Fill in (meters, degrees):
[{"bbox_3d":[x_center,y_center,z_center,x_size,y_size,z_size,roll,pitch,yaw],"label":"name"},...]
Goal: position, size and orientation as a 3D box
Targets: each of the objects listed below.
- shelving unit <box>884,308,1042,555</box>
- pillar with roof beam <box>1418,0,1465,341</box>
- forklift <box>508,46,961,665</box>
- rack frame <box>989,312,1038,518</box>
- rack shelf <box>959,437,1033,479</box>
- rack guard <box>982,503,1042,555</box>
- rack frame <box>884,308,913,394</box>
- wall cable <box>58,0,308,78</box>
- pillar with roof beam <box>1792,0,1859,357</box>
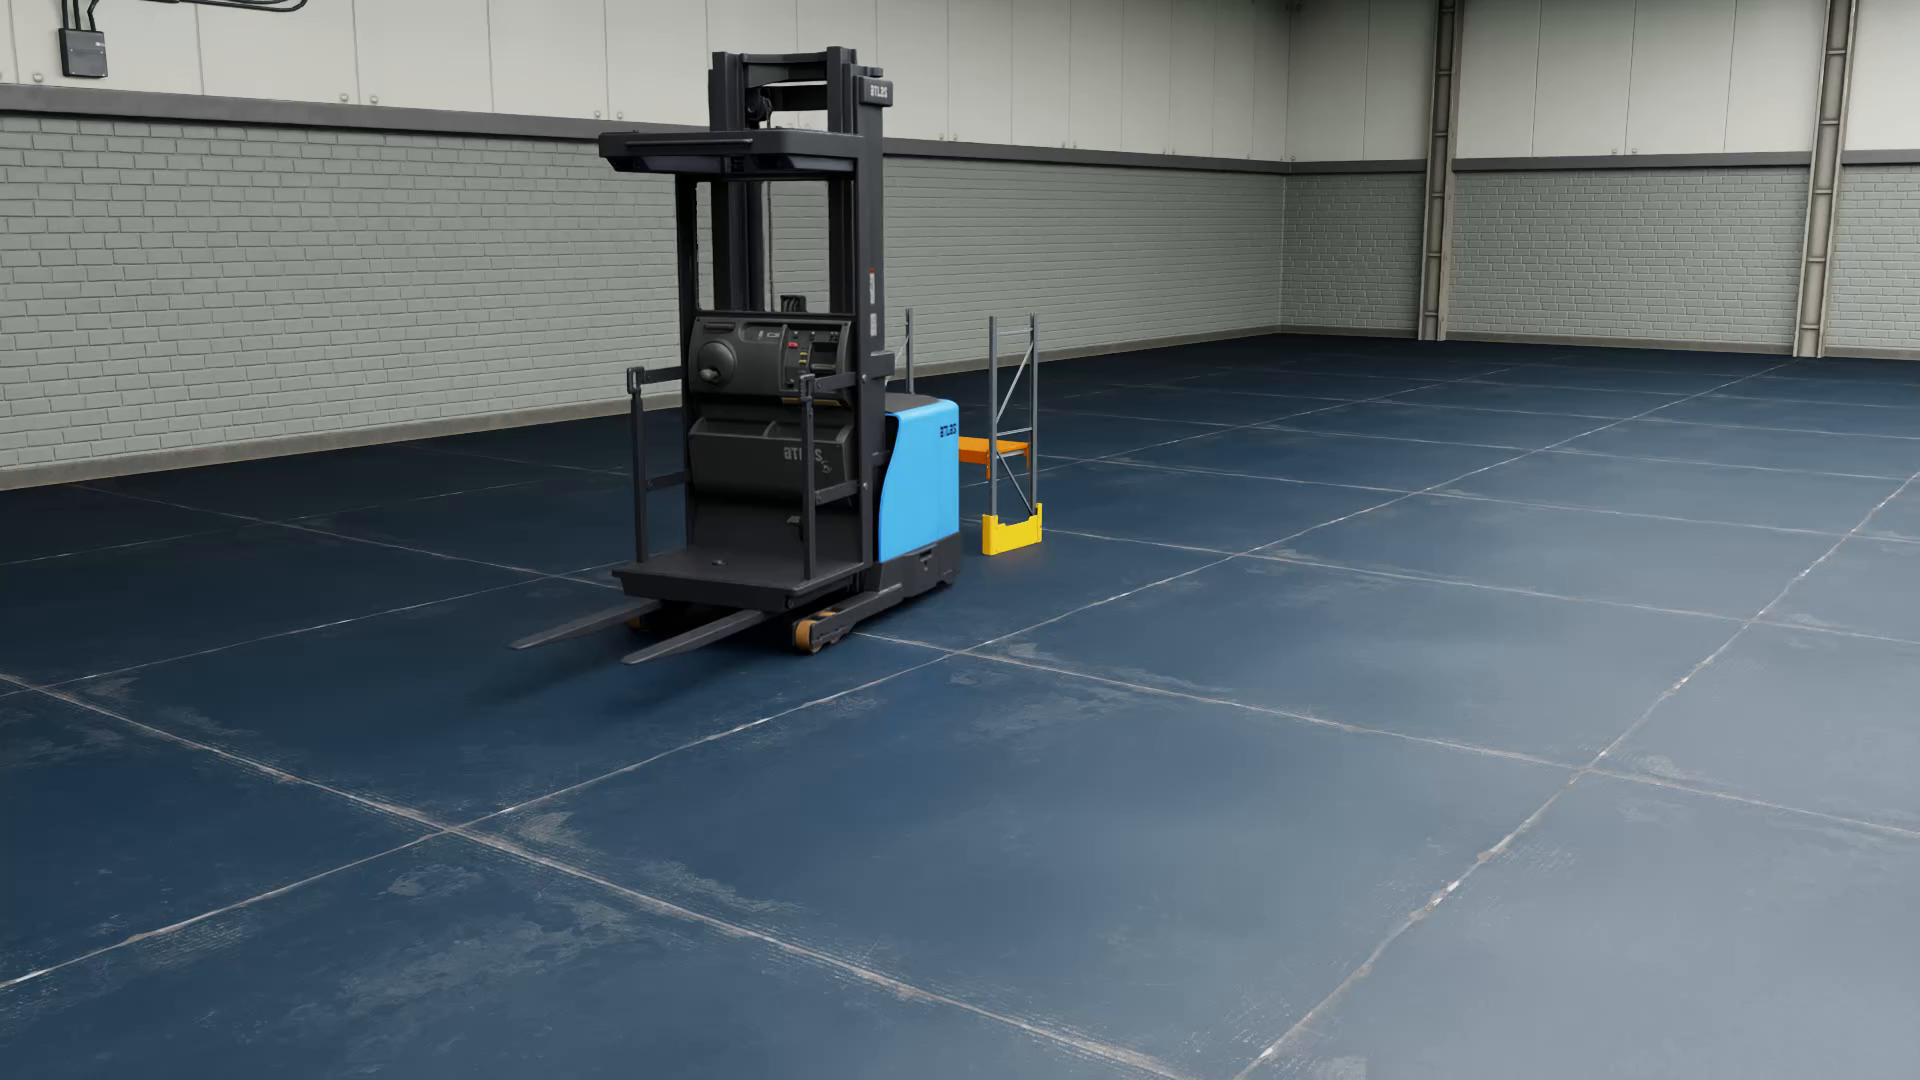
[{"bbox_3d":[-0.061,-0.745,10.932,1.083,1.500,0.587,8,13,36],"label":"shelving unit"},{"bbox_3d":[5.743,-7.277,24.953,0.400,9.000,9.100,8,13,36],"label":"pillar with roof beam"},{"bbox_3d":[-1.072,-0.978,8.366,1.130,2.935,3.031,5,12,24],"label":"forklift"},{"bbox_3d":[0.341,-0.689,10.641,0.032,1.500,0.500,8,13,36],"label":"rack frame"},{"bbox_3d":[-0.069,-0.569,10.971,1.000,0.185,0.538,8,13,36],"label":"rack shelf"},{"bbox_3d":[0.340,-0.075,10.761,0.087,0.250,0.587,8,13,36],"label":"rack guard"},{"bbox_3d":[-0.478,-0.803,11.232,0.032,1.500,0.500,8,13,36],"label":"rack frame"},{"bbox_3d":[-6.314,-6.769,13.372,0.169,6.003,2.305,8,13,36],"label":"wall cable"},{"bbox_3d":[10.579,-6.603,21.467,0.400,9.000,9.100,8,13,36],"label":"pillar with roof beam"}]
